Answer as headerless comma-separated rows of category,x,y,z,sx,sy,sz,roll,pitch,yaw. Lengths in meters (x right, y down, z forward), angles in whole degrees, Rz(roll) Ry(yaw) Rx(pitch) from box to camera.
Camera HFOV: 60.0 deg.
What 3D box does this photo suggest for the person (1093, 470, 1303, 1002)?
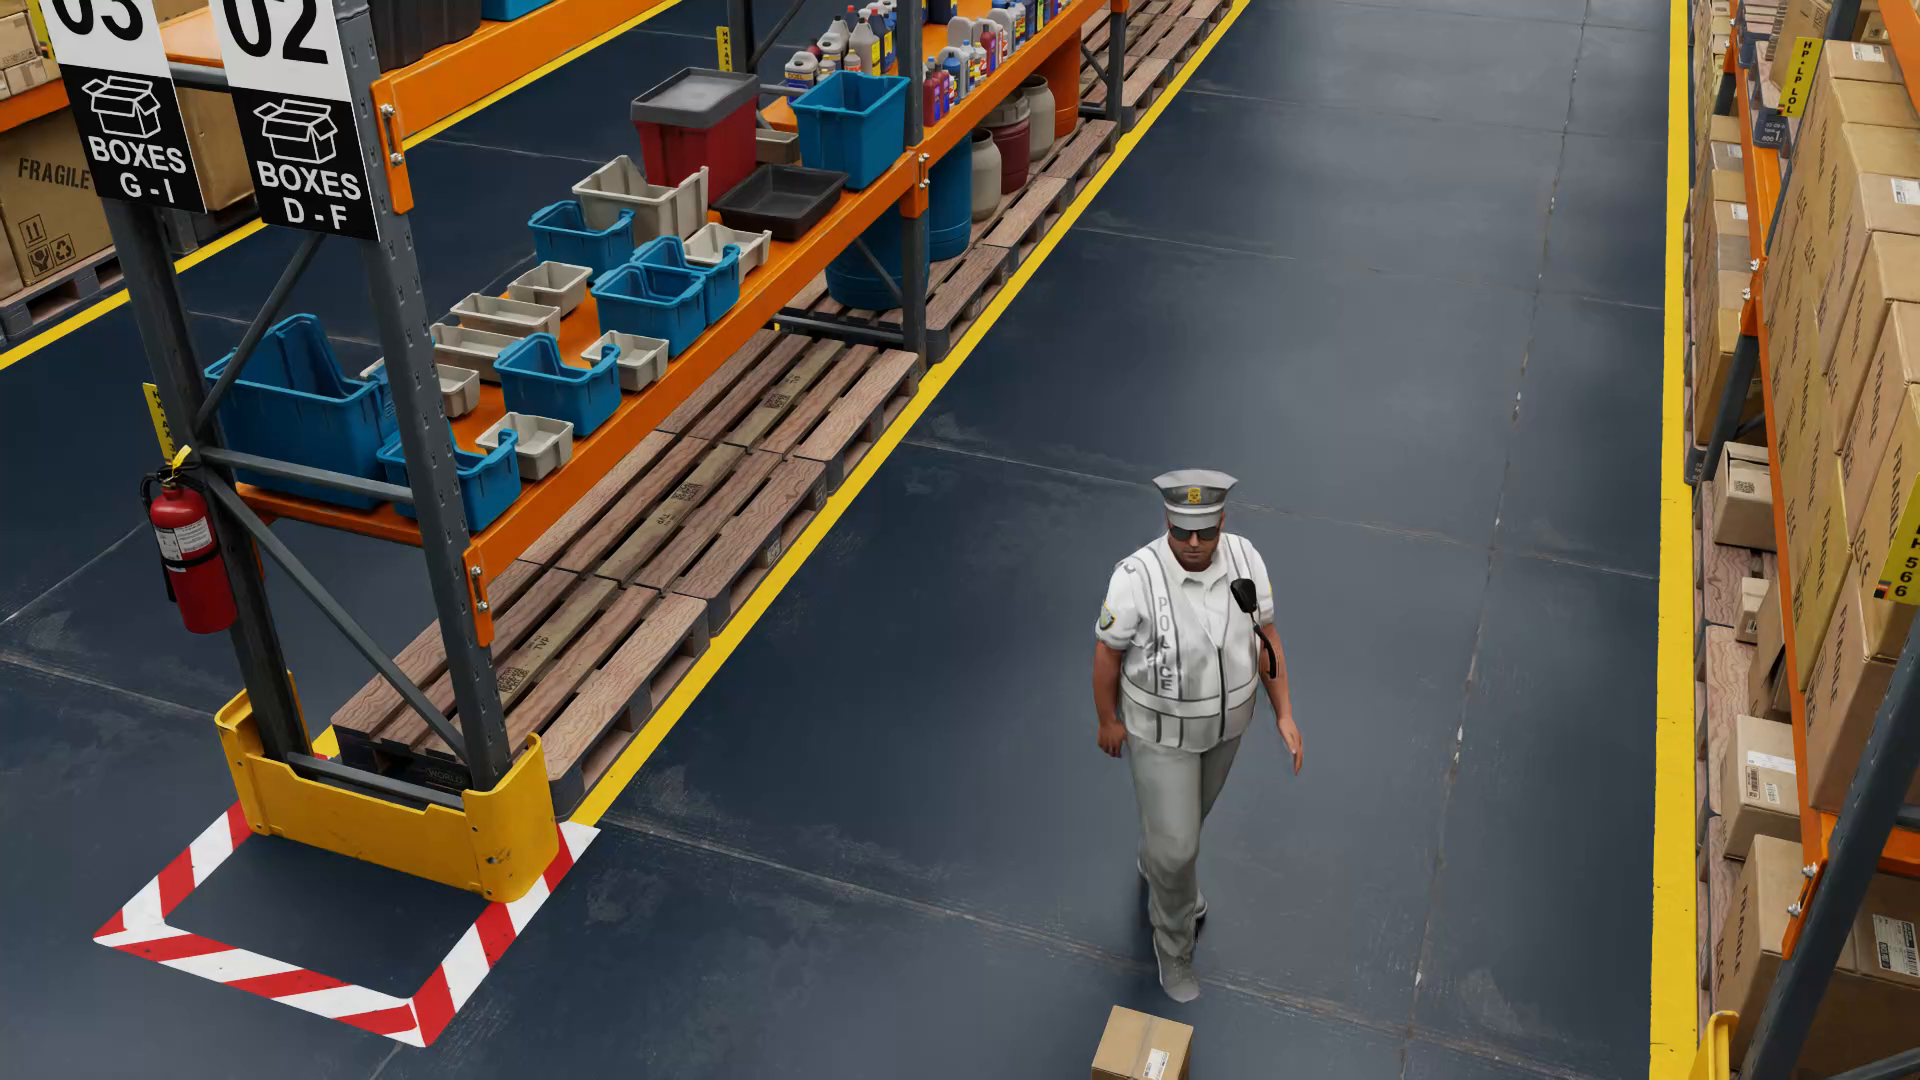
person,0.751,0.621,5.218,0.555,1.850,0.616,-17,37,-24
